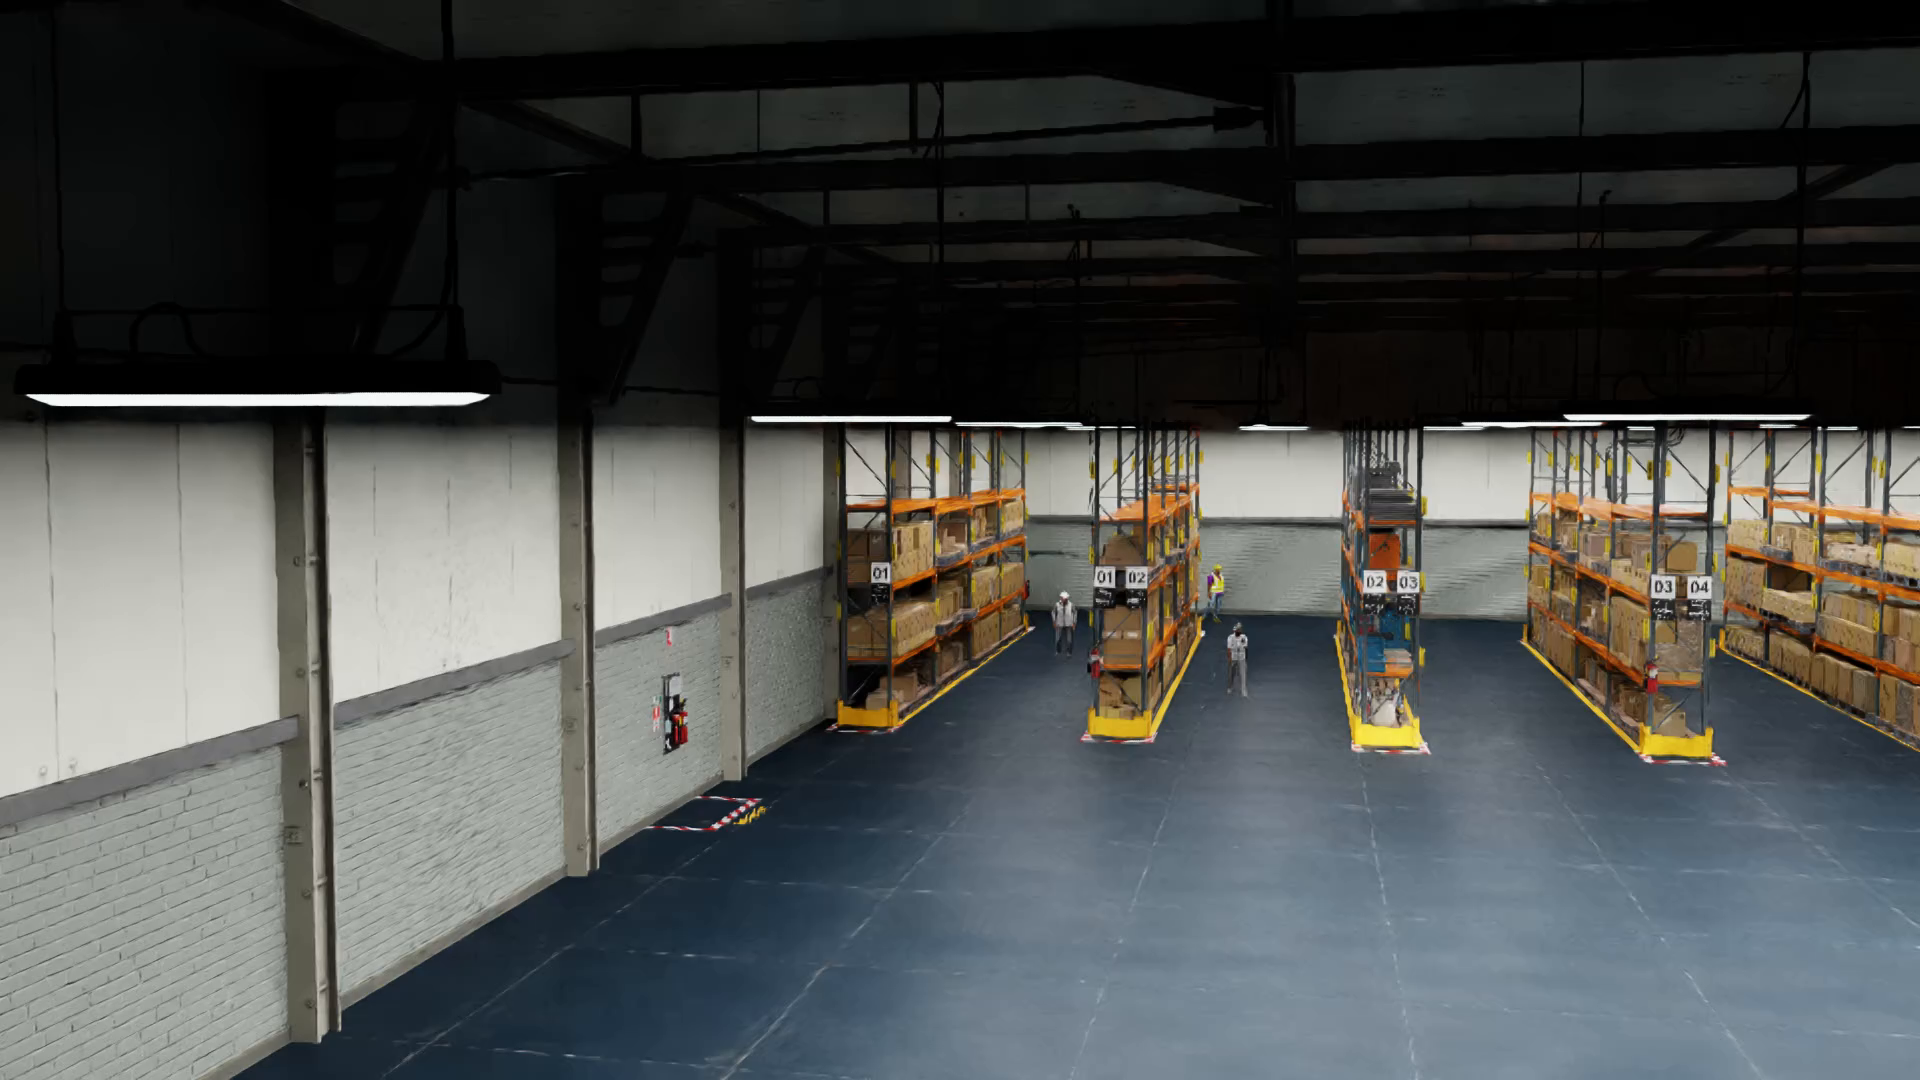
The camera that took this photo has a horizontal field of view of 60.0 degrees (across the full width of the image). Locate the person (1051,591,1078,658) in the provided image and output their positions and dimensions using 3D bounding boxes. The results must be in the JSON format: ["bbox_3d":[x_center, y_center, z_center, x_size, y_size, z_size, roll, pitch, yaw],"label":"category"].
[{"bbox_3d":[2.650,2.134,42.148,0.677,1.726,0.574,1,4,9],"label":"person"}]

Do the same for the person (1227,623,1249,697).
[{"bbox_3d":[5.995,2.569,35.970,0.470,1.599,1.060,0,4,2],"label":"person"}]

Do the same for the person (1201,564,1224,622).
[{"bbox_3d":[7.609,1.592,50.138,0.743,1.757,0.525,-2,4,-30],"label":"person"}]
